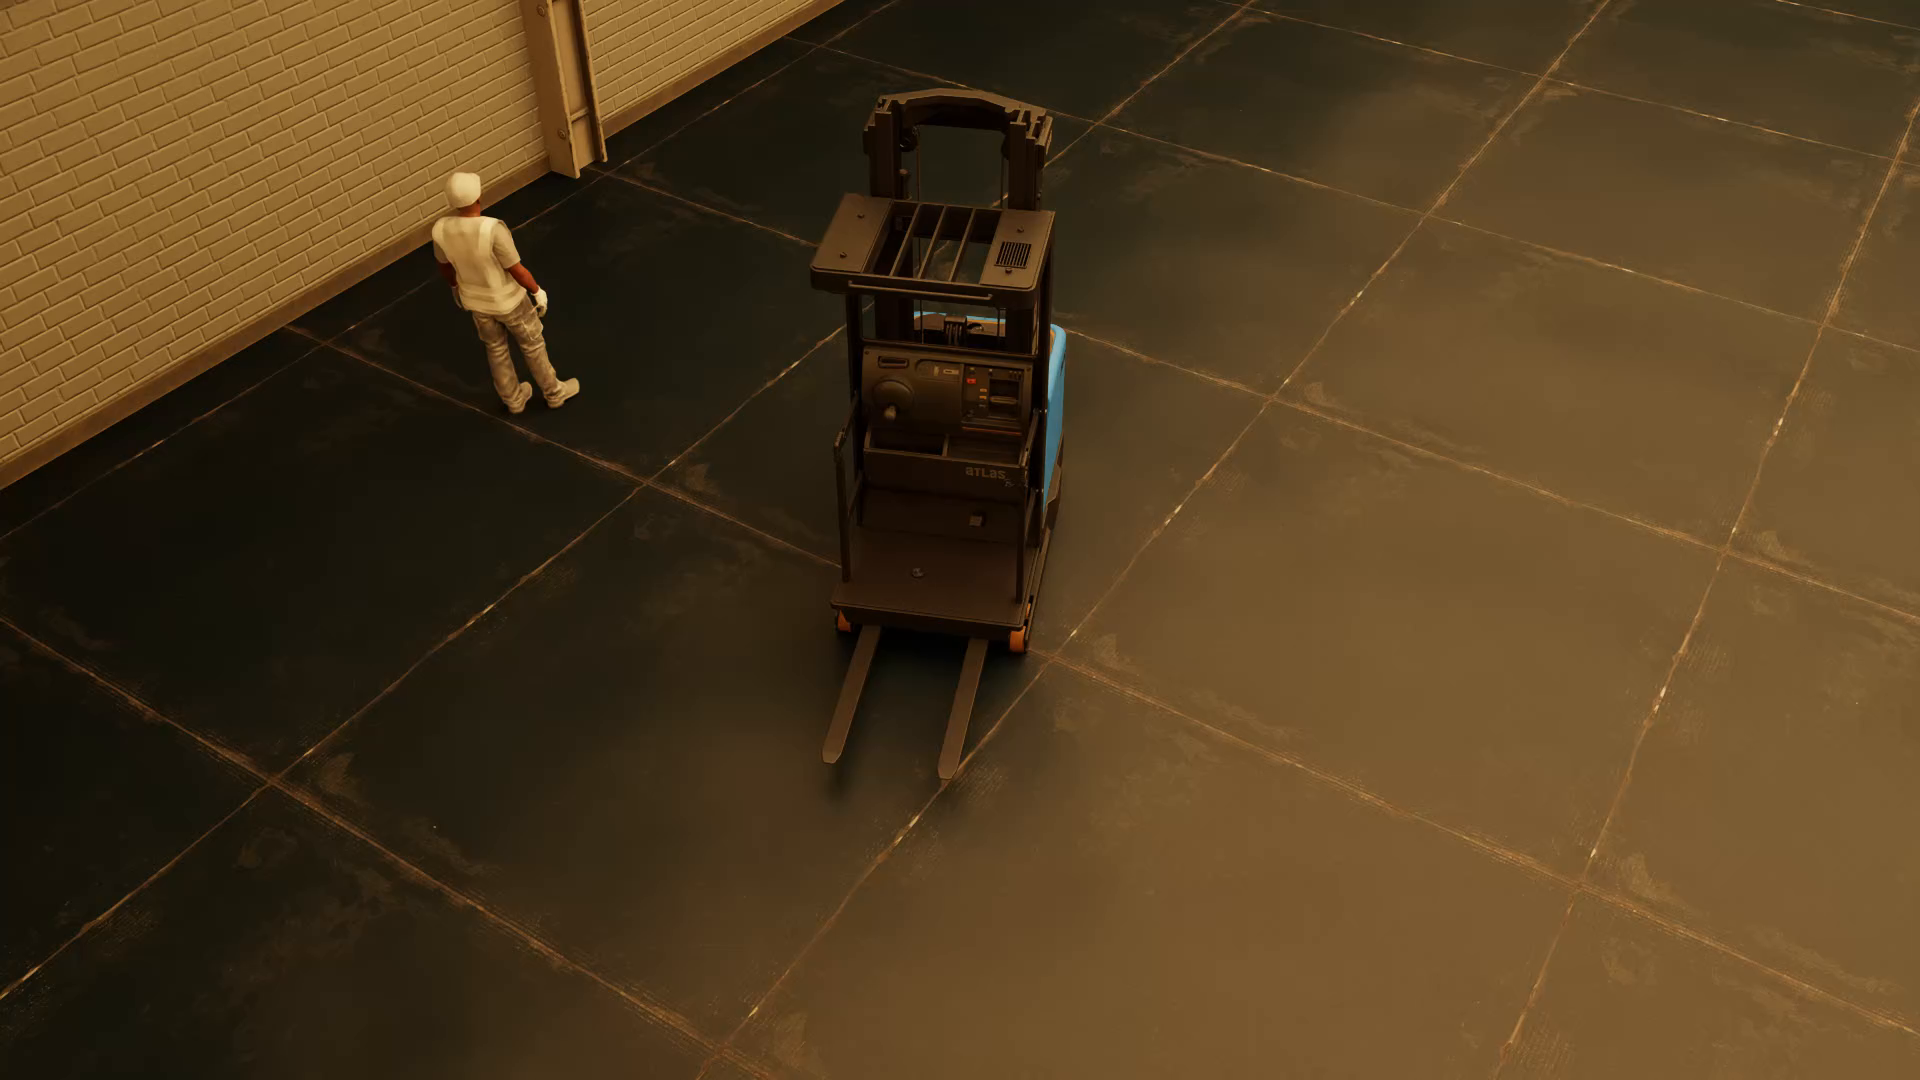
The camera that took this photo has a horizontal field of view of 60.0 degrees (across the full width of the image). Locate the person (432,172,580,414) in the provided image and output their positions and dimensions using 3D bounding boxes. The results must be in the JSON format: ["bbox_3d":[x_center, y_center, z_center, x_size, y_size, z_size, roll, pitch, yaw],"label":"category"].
[{"bbox_3d":[-2.965,-1.614,10.750,0.659,1.783,0.578,10,41,11],"label":"person"}]

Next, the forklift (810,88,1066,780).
[{"bbox_3d":[-0.108,-0.731,8.830,1.130,2.935,3.031,7,41,8],"label":"forklift"}]
